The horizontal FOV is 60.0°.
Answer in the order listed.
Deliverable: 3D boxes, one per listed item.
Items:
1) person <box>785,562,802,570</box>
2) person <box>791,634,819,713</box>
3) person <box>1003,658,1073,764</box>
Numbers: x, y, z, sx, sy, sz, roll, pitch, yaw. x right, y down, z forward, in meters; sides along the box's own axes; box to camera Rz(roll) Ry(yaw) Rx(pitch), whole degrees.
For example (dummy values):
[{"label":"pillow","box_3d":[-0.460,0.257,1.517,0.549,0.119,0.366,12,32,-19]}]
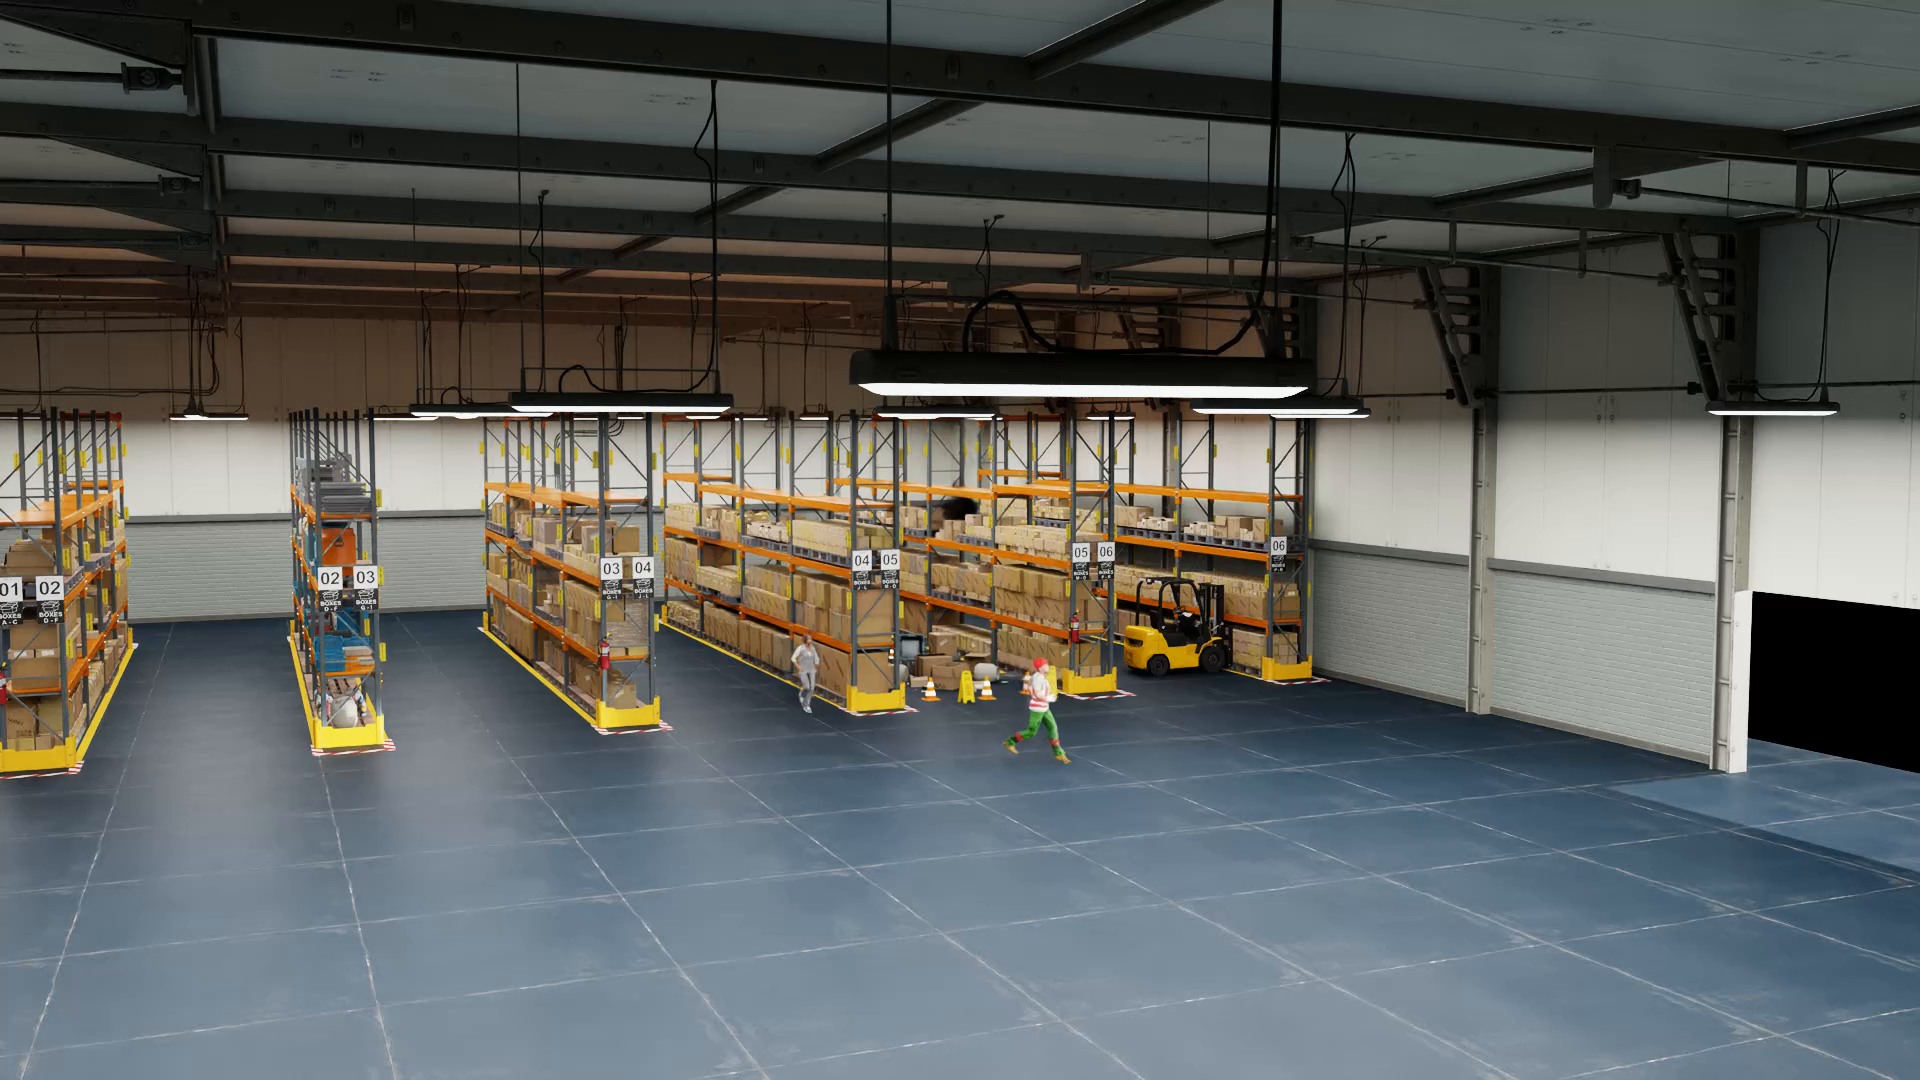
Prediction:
[{"label":"person","box_3d":[-5.275,1.233,51.867,0.957,1.662,0.569,-3,5,-40]},{"label":"person","box_3d":[-3.047,2.649,33.055,0.569,1.562,0.493,-2,5,-28]},{"label":"person","box_3d":[1.304,2.876,27.969,1.162,1.791,0.623,1,4,15]}]
